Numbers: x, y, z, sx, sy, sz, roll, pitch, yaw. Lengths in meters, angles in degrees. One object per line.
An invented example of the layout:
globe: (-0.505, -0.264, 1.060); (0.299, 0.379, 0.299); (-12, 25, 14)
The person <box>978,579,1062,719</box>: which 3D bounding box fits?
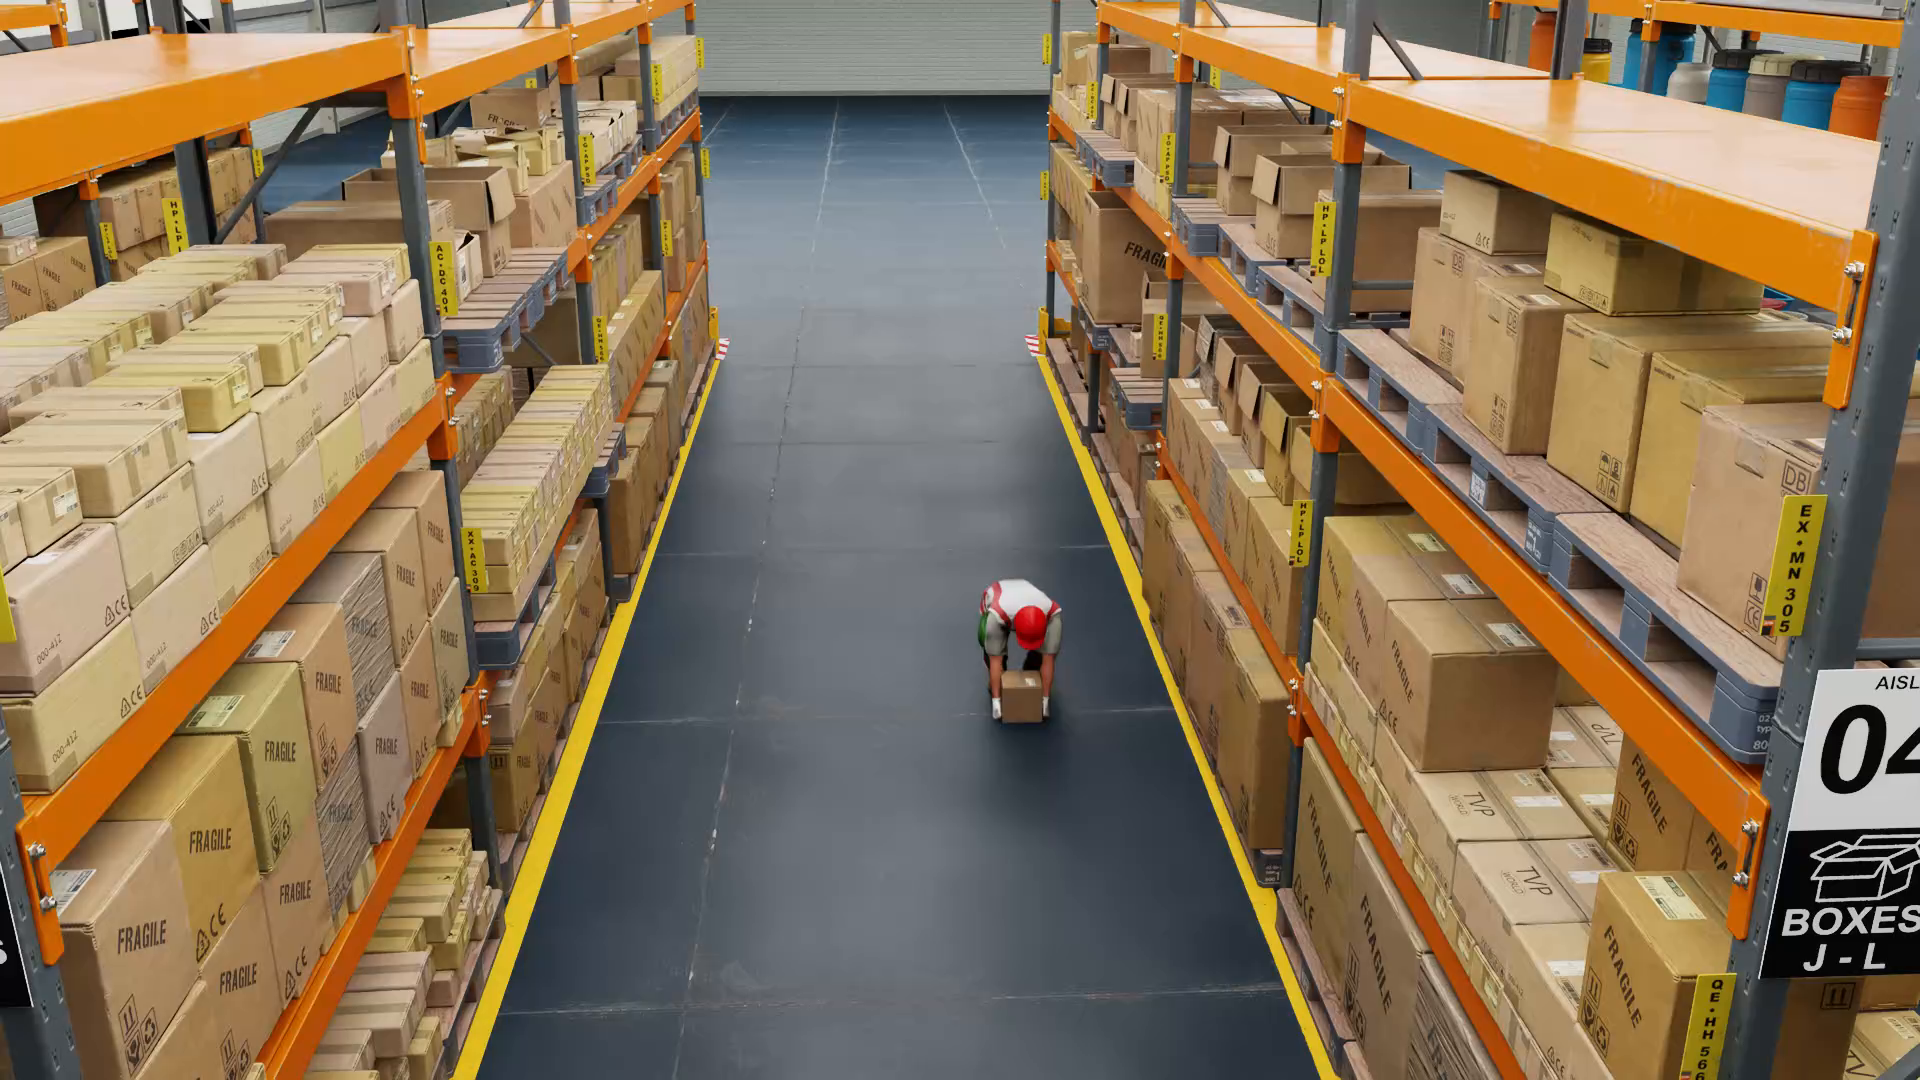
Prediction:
person: (0.380, 0.667, 10.767); (0.522, 0.809, 0.947); (-2, 20, -4)
